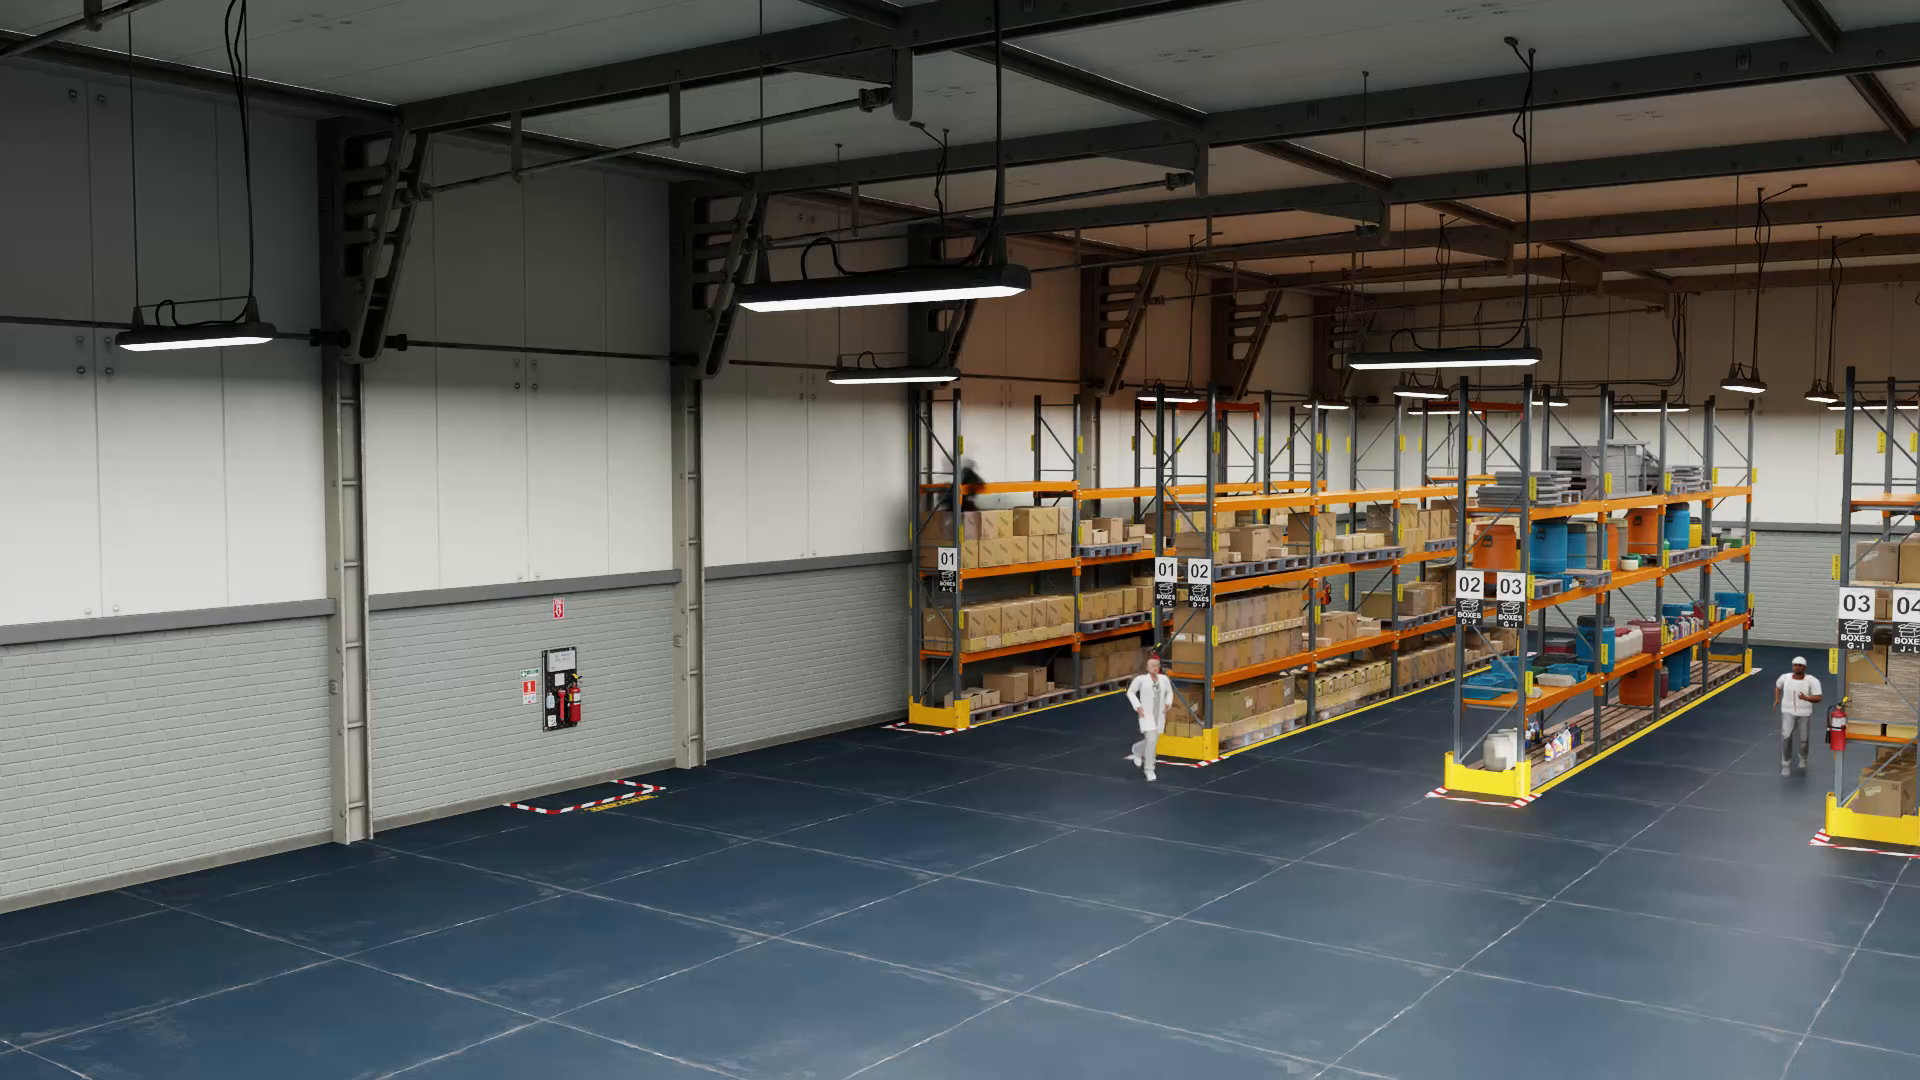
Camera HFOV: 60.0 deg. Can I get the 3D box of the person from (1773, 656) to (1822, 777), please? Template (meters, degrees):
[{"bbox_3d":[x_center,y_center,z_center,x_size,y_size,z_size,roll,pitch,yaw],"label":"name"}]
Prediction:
[{"bbox_3d":[12.729,2.677,25.293,0.674,1.825,0.782,2,4,32],"label":"person"}]

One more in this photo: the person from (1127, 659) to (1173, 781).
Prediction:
[{"bbox_3d":[2.878,2.682,25.213,0.721,1.802,0.880,-1,3,-20],"label":"person"}]
